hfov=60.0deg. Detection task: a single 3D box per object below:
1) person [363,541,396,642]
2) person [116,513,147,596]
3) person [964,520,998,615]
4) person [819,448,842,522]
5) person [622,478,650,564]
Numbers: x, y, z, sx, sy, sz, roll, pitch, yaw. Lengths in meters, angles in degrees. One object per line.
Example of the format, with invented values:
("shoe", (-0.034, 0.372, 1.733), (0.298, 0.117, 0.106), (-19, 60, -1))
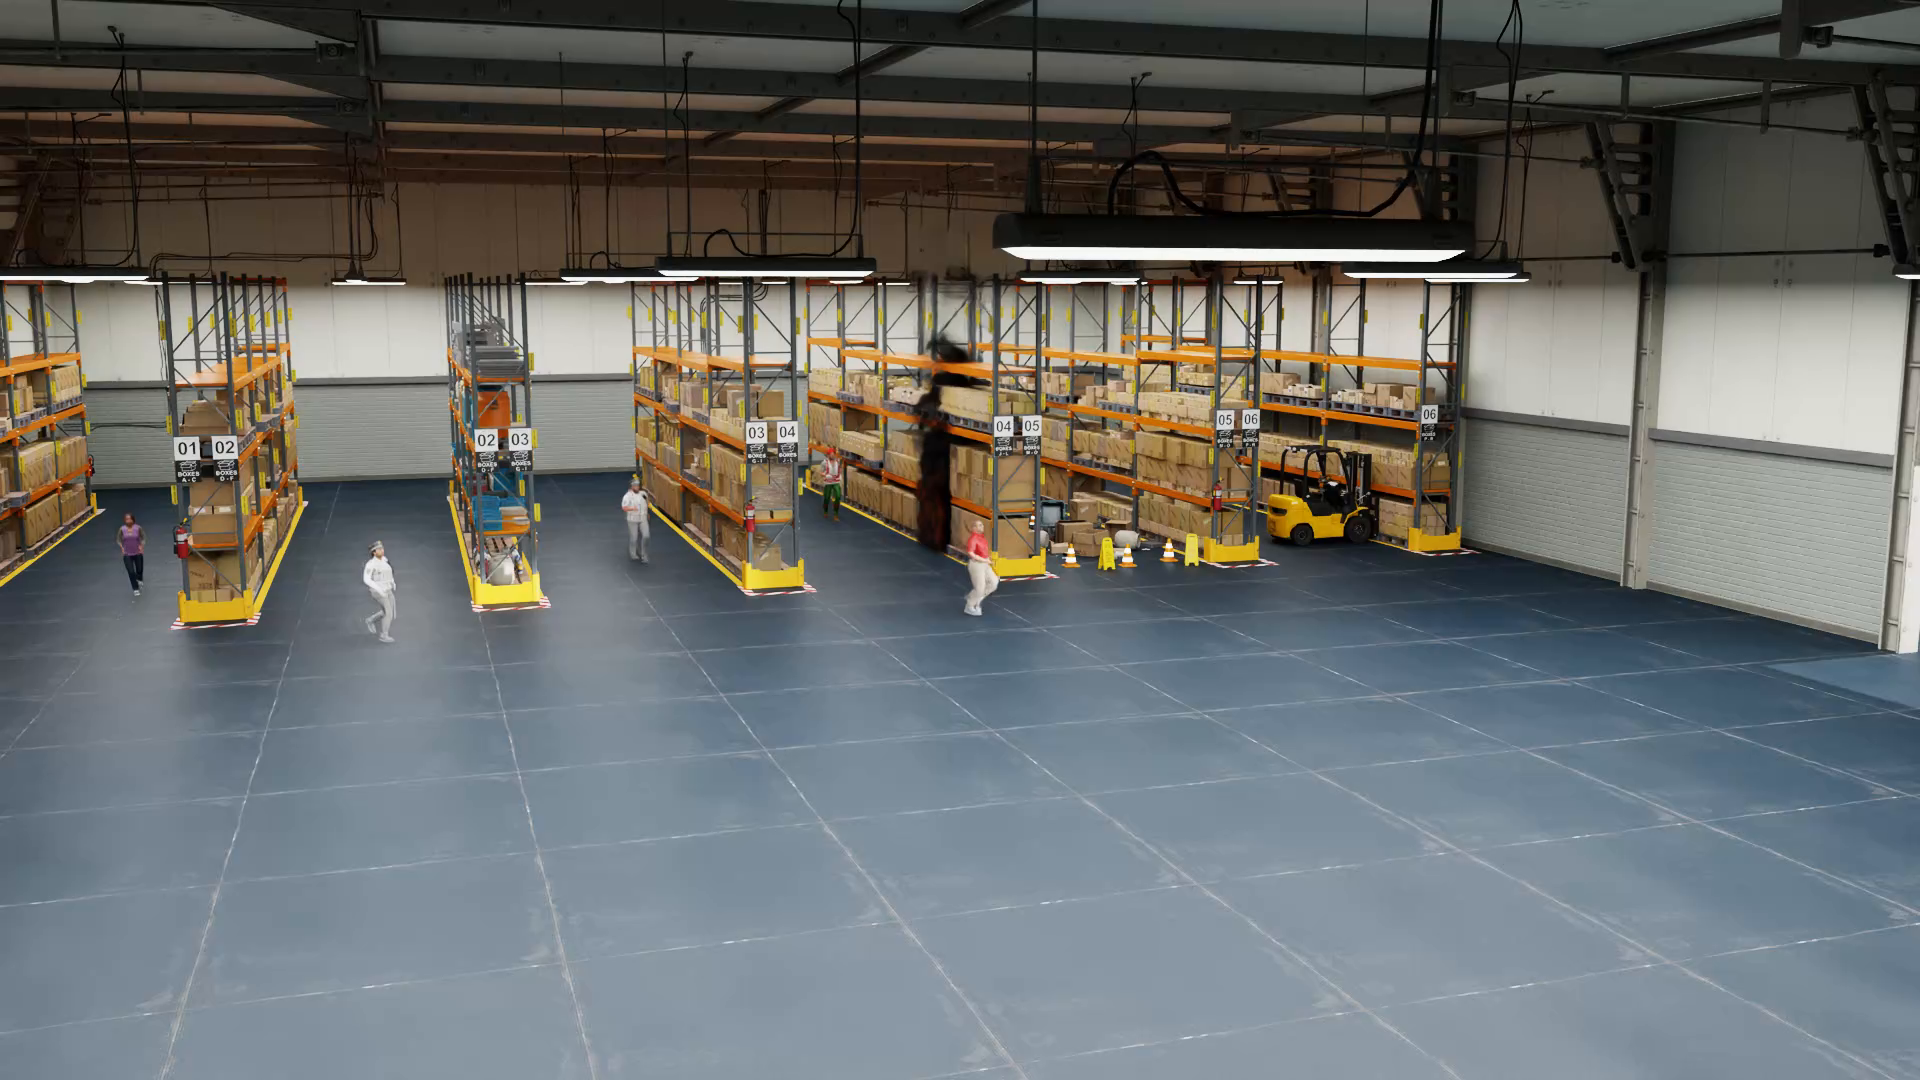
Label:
("person", (-9.504, 0.832, 27.150), (0.537, 1.673, 0.616), (2, 9, 14))
("person", (-15.488, 0.273, 31.124), (0.512, 1.554, 0.530), (-4, 10, -25))
("person", (0.368, 0.476, 29.344), (0.594, 1.686, 0.675), (4, 9, 22))
("person", (-3.199, -1.367, 41.260), (0.602, 1.838, 0.819), (-3, 9, -17))
("person", (-6.770, -0.389, 34.906), (0.638, 1.839, 0.767), (-4, 10, -26))
